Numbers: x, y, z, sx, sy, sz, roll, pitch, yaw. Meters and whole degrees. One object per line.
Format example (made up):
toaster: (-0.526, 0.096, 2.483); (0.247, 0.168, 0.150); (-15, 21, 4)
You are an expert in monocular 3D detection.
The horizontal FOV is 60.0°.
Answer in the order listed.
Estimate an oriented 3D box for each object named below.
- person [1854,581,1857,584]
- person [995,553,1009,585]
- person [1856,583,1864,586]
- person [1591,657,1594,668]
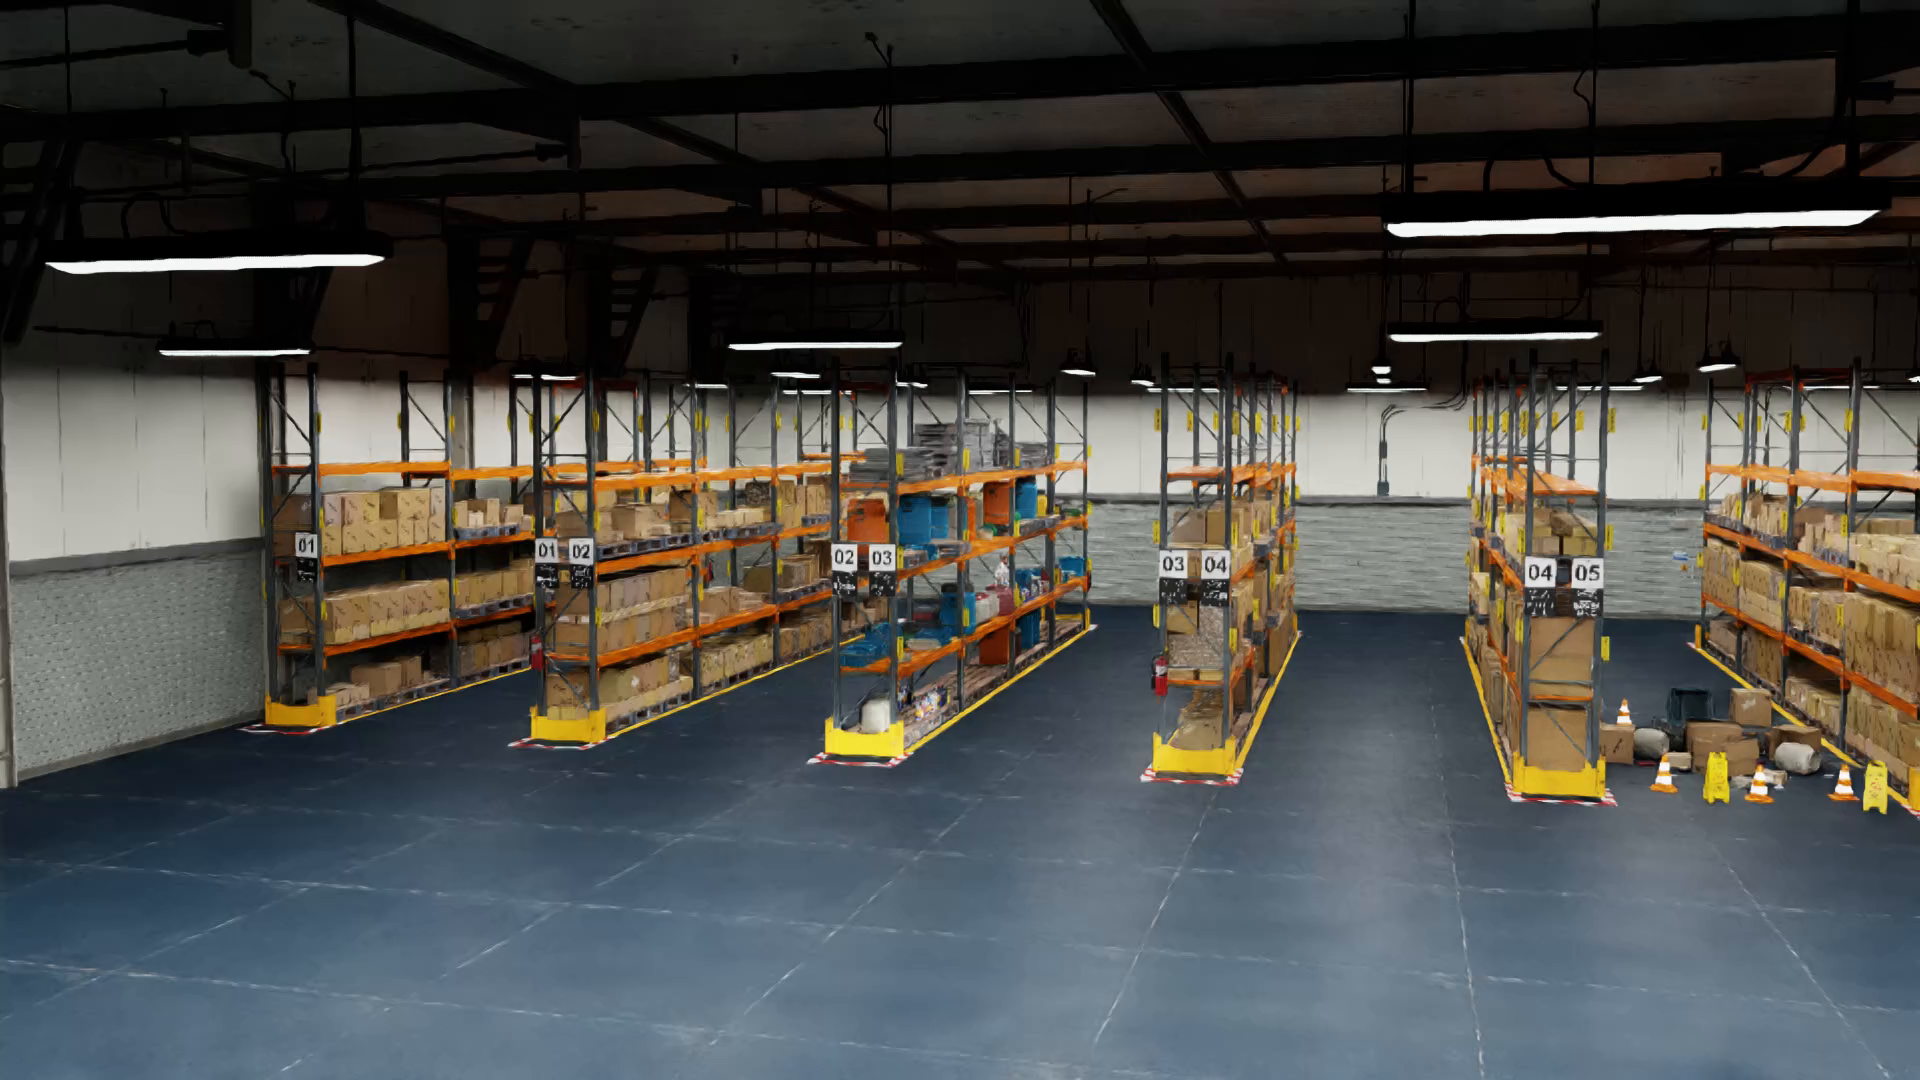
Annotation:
person: (20.939, 1.433, 38.862); (0.439, 1.655, 0.630); (-1, 4, -18)
person: (1.083, 1.200, 41.383); (0.423, 1.760, 0.610); (2, 4, 25)
person: (18.112, 1.740, 33.612); (0.570, 1.768, 0.626); (4, 5, 42)
person: (12.770, 1.807, 33.925); (0.523, 1.592, 0.527); (-4, 5, -42)
